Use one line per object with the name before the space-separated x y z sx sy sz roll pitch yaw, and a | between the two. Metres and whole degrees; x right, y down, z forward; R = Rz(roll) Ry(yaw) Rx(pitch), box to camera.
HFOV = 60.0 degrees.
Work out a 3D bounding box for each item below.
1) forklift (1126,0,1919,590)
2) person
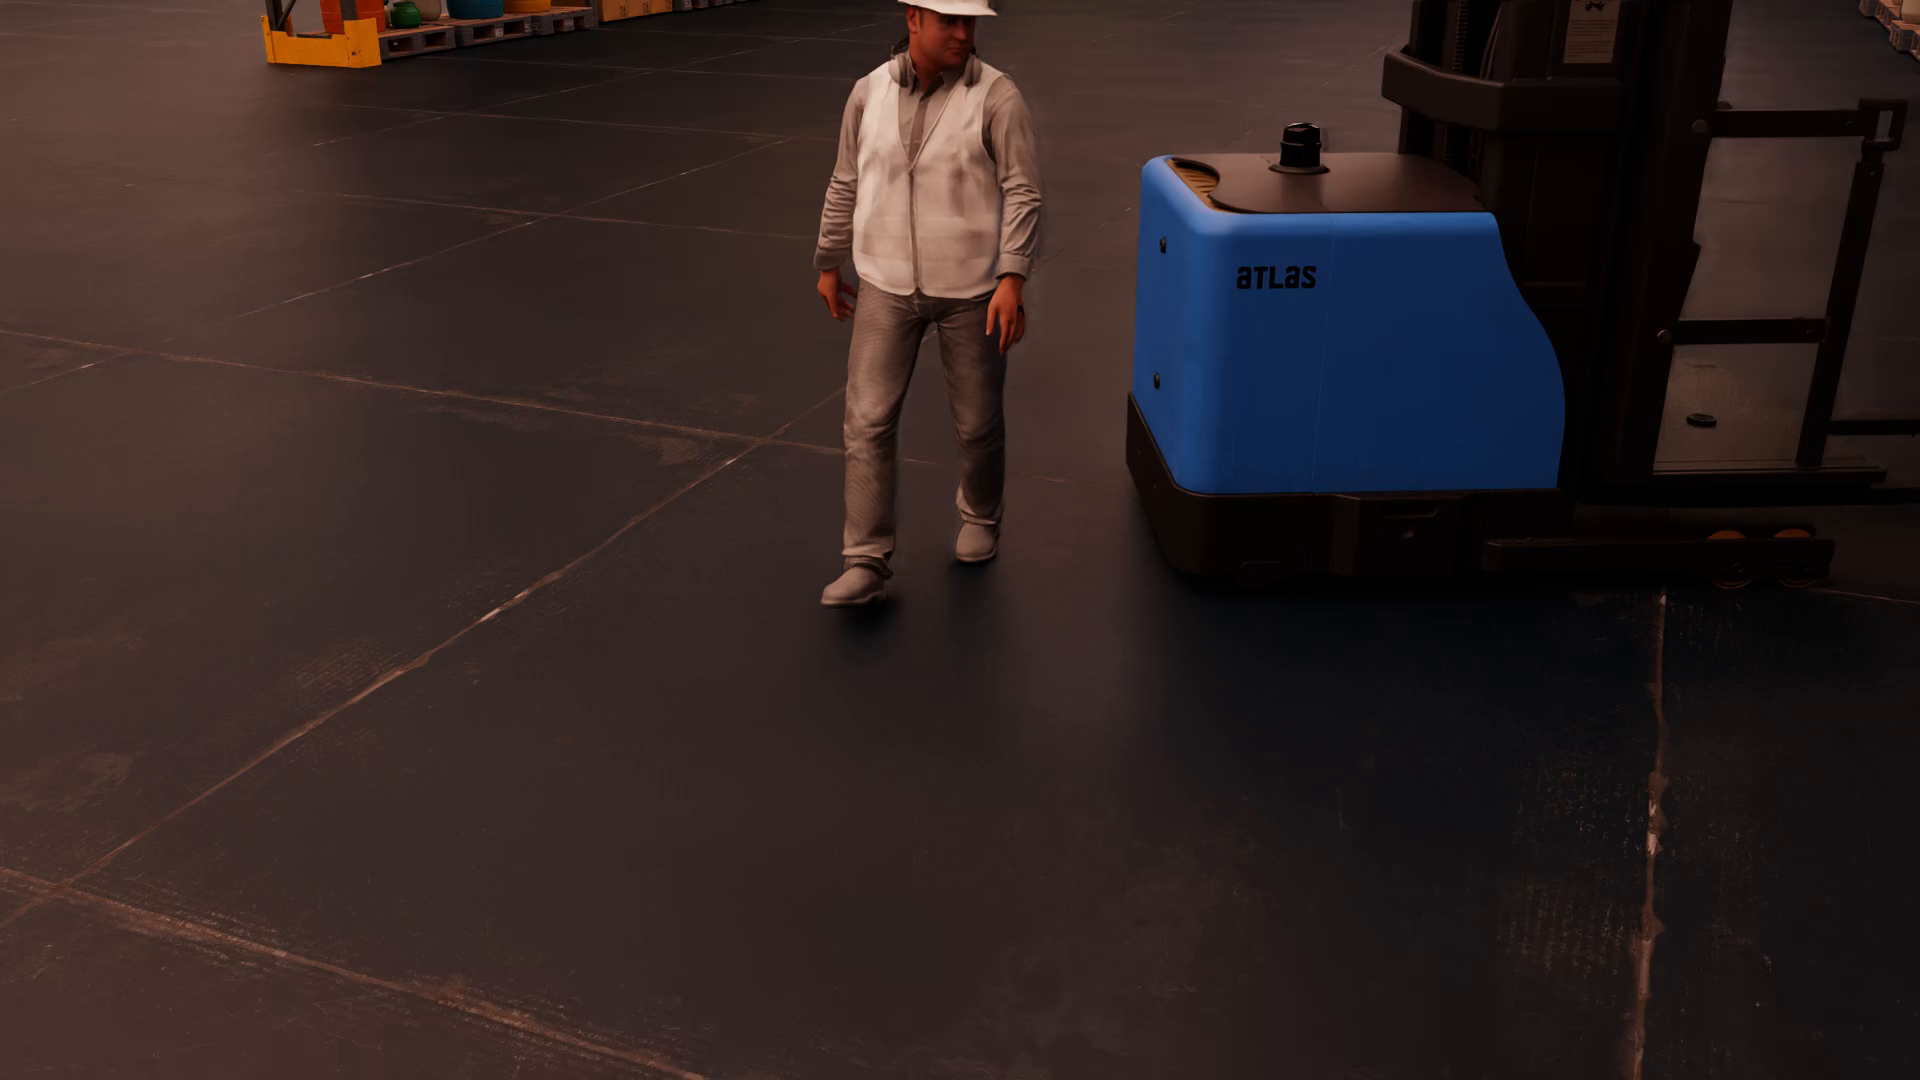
forklift | 2.086 -1.415 4.677 3.031 2.935 1.130 -1 23 -3
person | -0.120 -0.681 4.487 0.677 1.731 0.867 5 23 12
